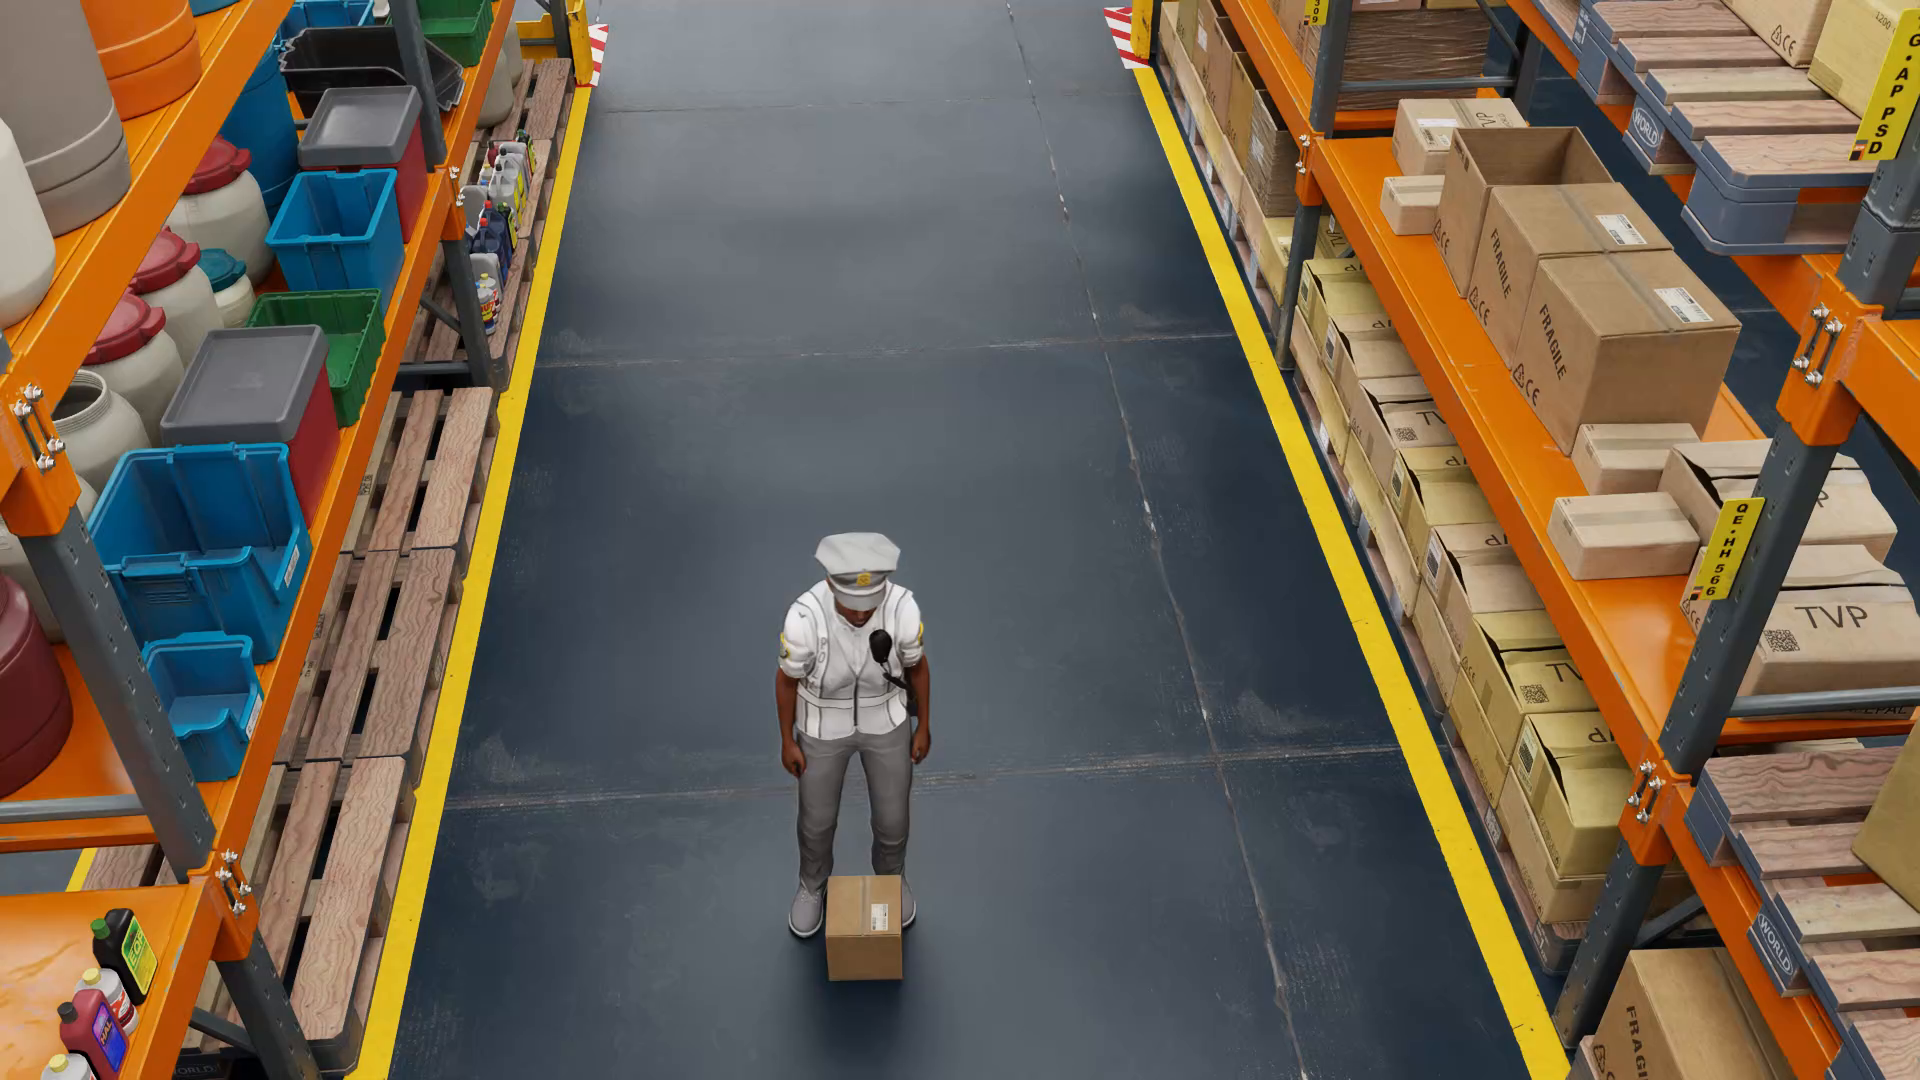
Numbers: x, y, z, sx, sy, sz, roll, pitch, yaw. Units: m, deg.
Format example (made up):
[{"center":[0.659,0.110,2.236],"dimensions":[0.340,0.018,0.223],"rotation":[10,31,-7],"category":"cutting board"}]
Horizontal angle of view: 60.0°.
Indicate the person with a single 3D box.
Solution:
[{"center":[-0.351,0.625,5.395],"dimensions":[0.527,1.656,0.396],"rotation":[-5,40,-7],"category":"person"}]
